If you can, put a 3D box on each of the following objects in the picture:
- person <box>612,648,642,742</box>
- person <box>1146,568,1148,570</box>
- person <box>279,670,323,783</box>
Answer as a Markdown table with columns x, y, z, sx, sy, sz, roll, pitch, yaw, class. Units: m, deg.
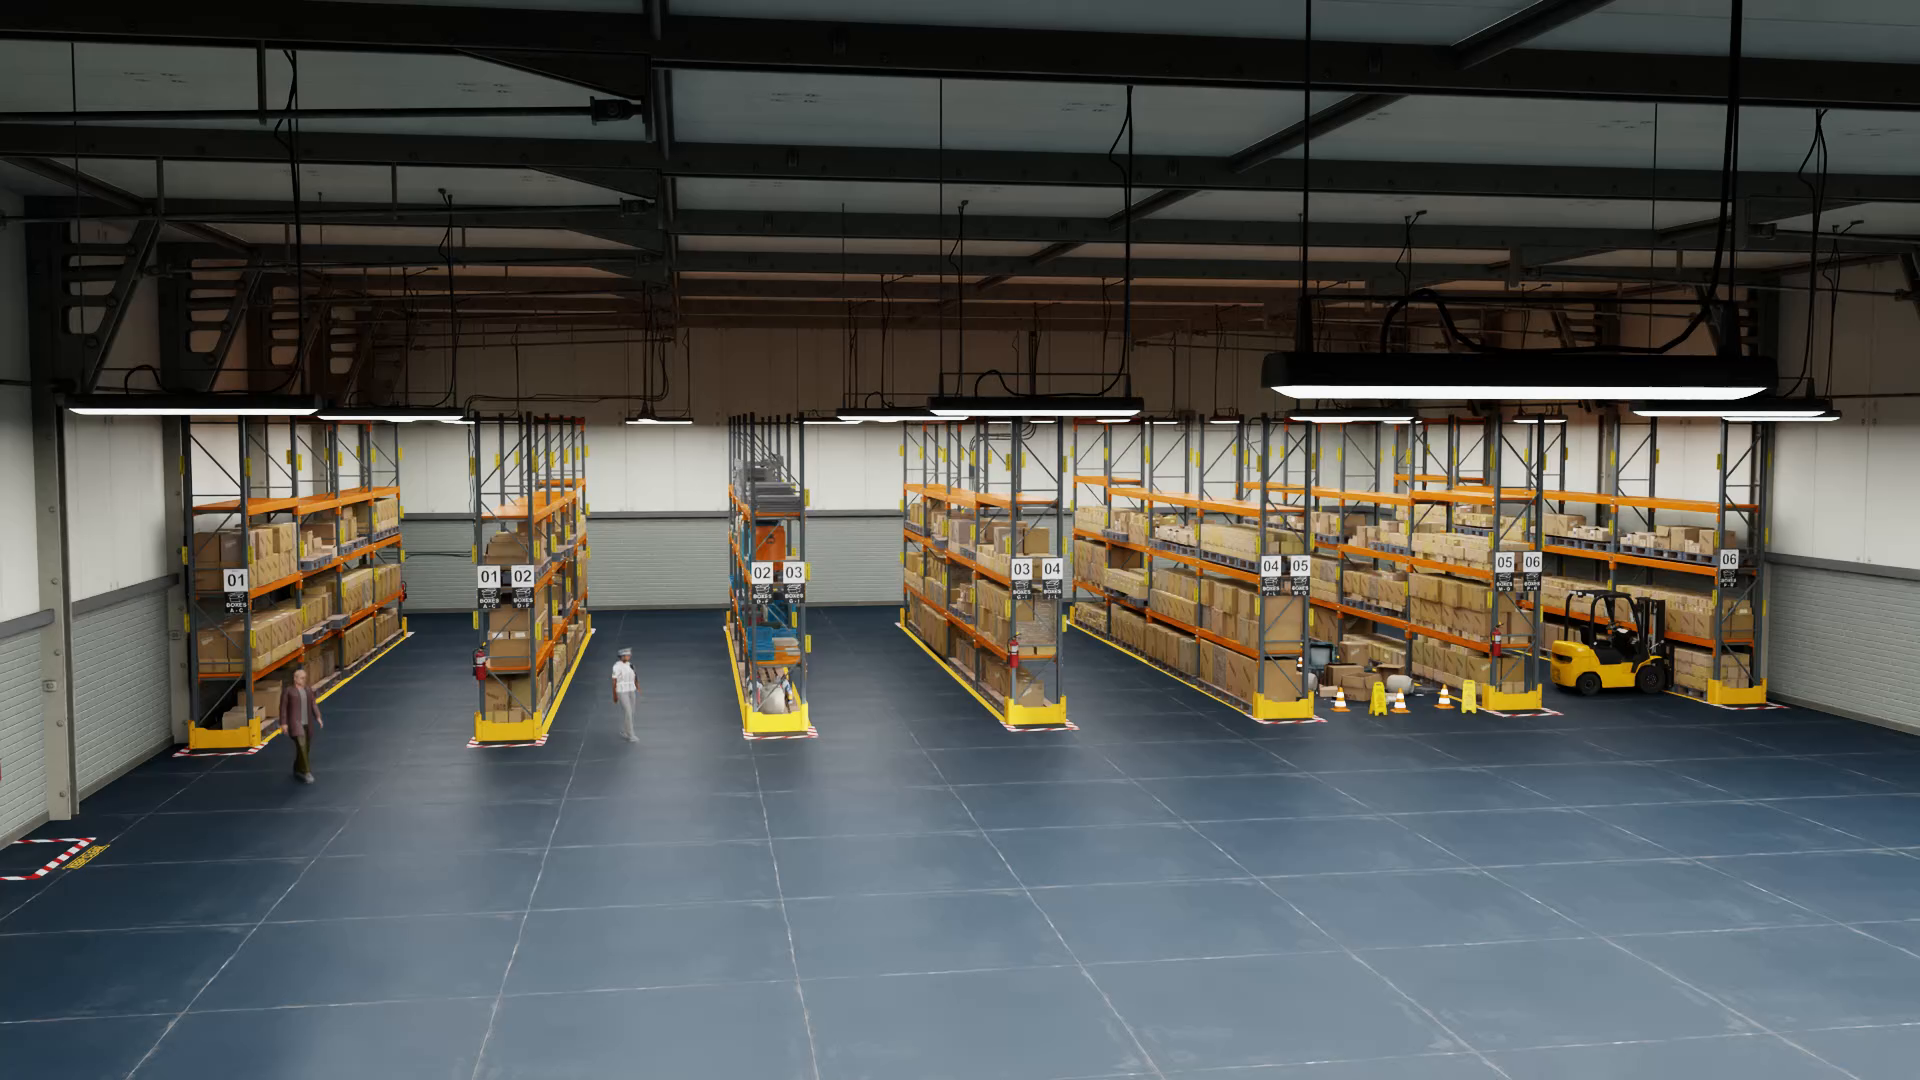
| x | y | z | sx | sy | sz | roll | pitch | yaw | class |
| --- | --- | --- | --- | --- | --- | --- | --- | --- | --- |
| -6.051 | 2.836 | 30.575 | 0.718 | 1.666 | 0.472 | 3 | 5 | 36 | person |
| 5.485 | 1.639 | 47.885 | 0.503 | 1.670 | 0.501 | -1 | 4 | -9 | person |
| -10.660 | 3.019 | 27.060 | 0.859 | 1.794 | 0.604 | 2 | 5 | 32 | person |
